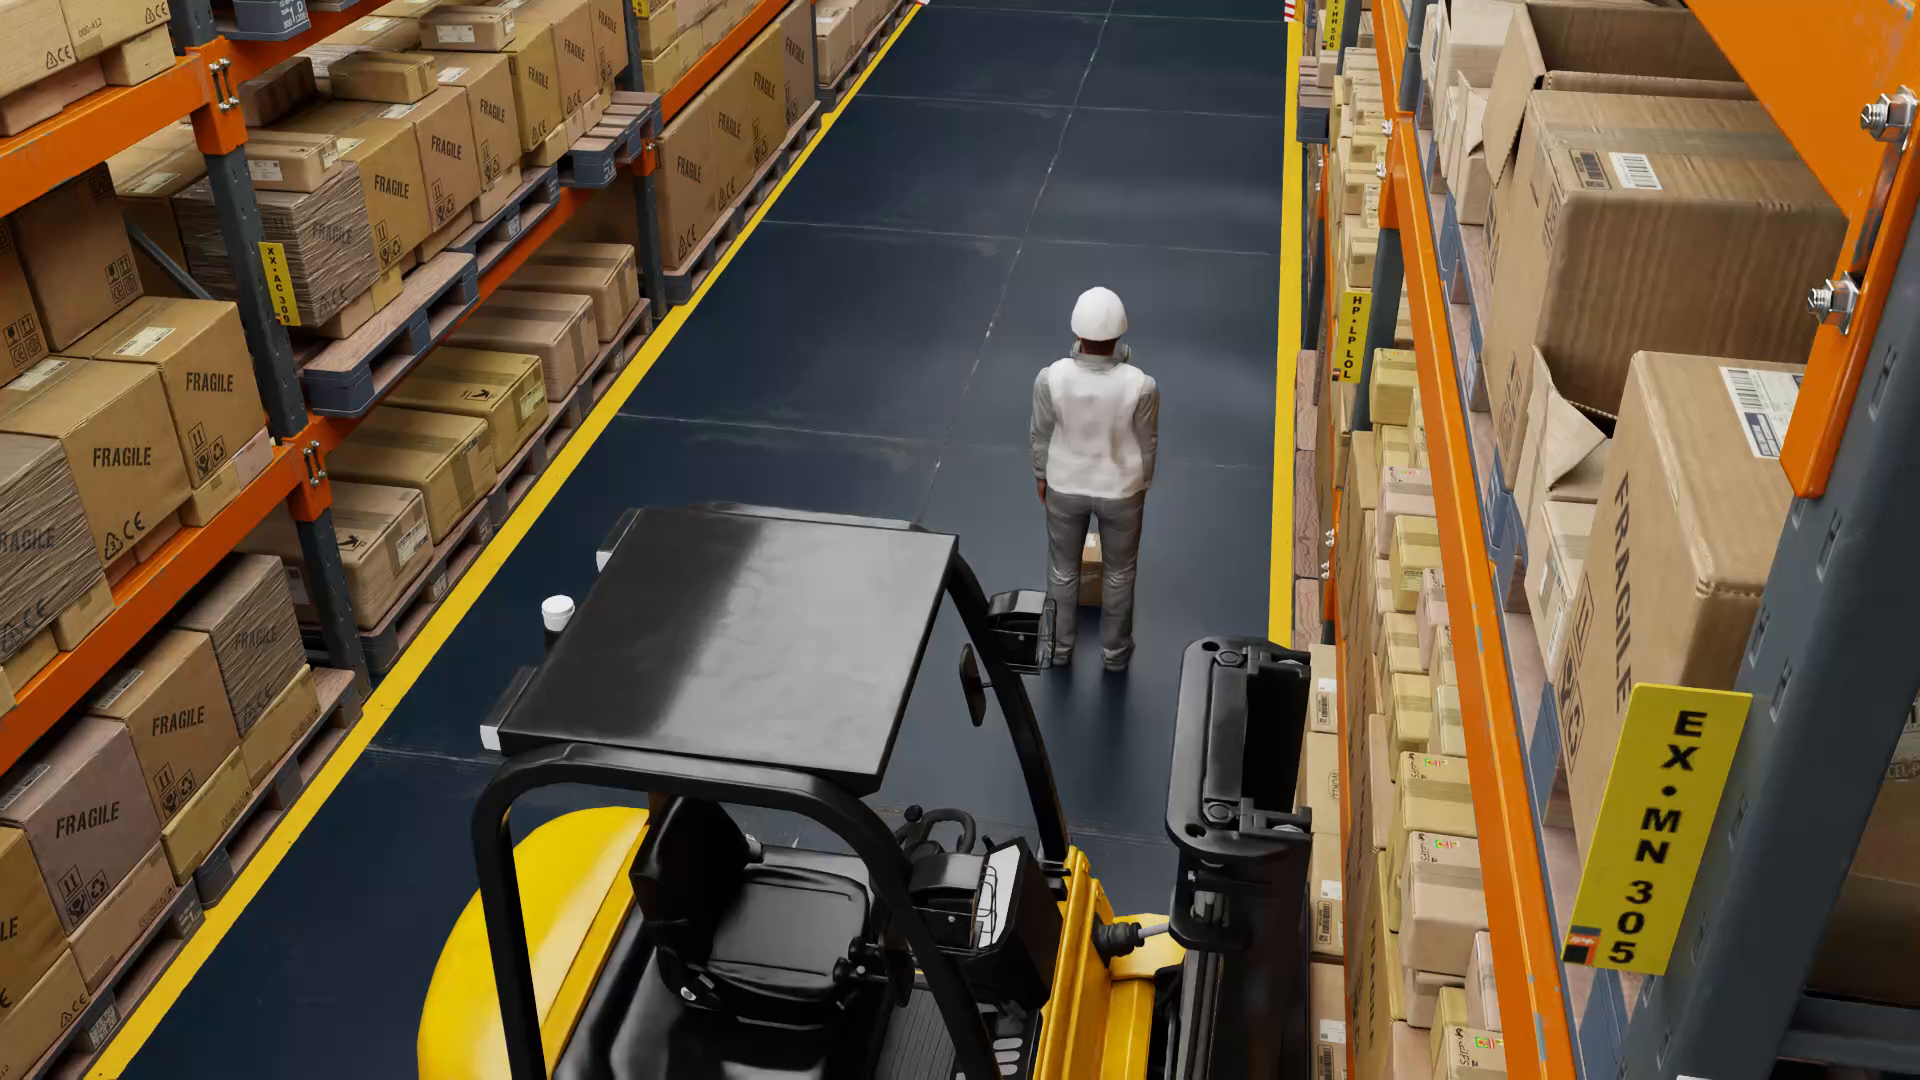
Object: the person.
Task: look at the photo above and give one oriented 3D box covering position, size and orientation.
[{"bbox_3d":[0.555,-0.245,7.007,0.531,1.769,0.359,6,33,9],"label":"person"}]
